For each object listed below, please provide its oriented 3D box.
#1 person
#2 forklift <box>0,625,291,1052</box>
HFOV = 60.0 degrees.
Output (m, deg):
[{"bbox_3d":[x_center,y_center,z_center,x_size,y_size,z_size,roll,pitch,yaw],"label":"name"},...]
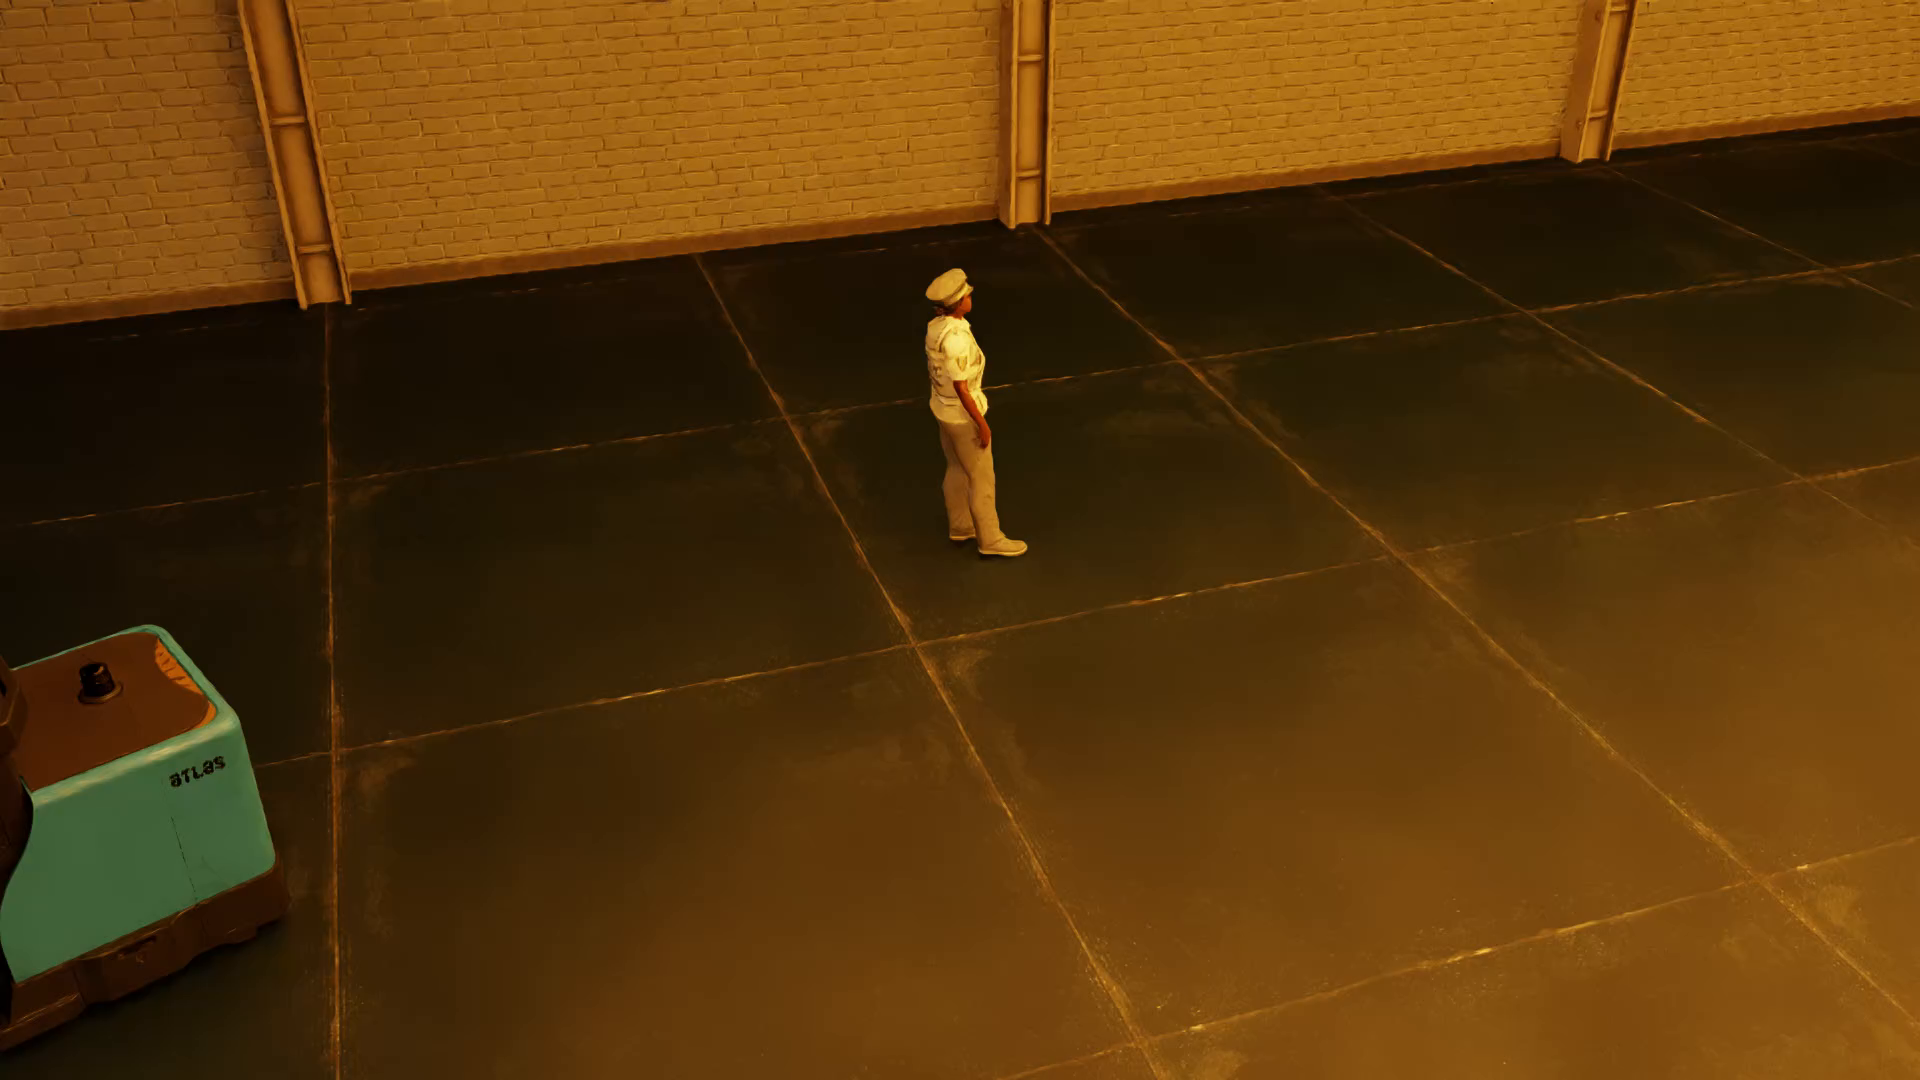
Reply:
[{"bbox_3d":[0.077,-0.742,9.605,0.529,1.691,0.570,-10,31,-16],"label":"person"},{"bbox_3d":[-4.324,0.670,5.922,3.031,2.935,1.130,-23,37,-35],"label":"forklift"}]
